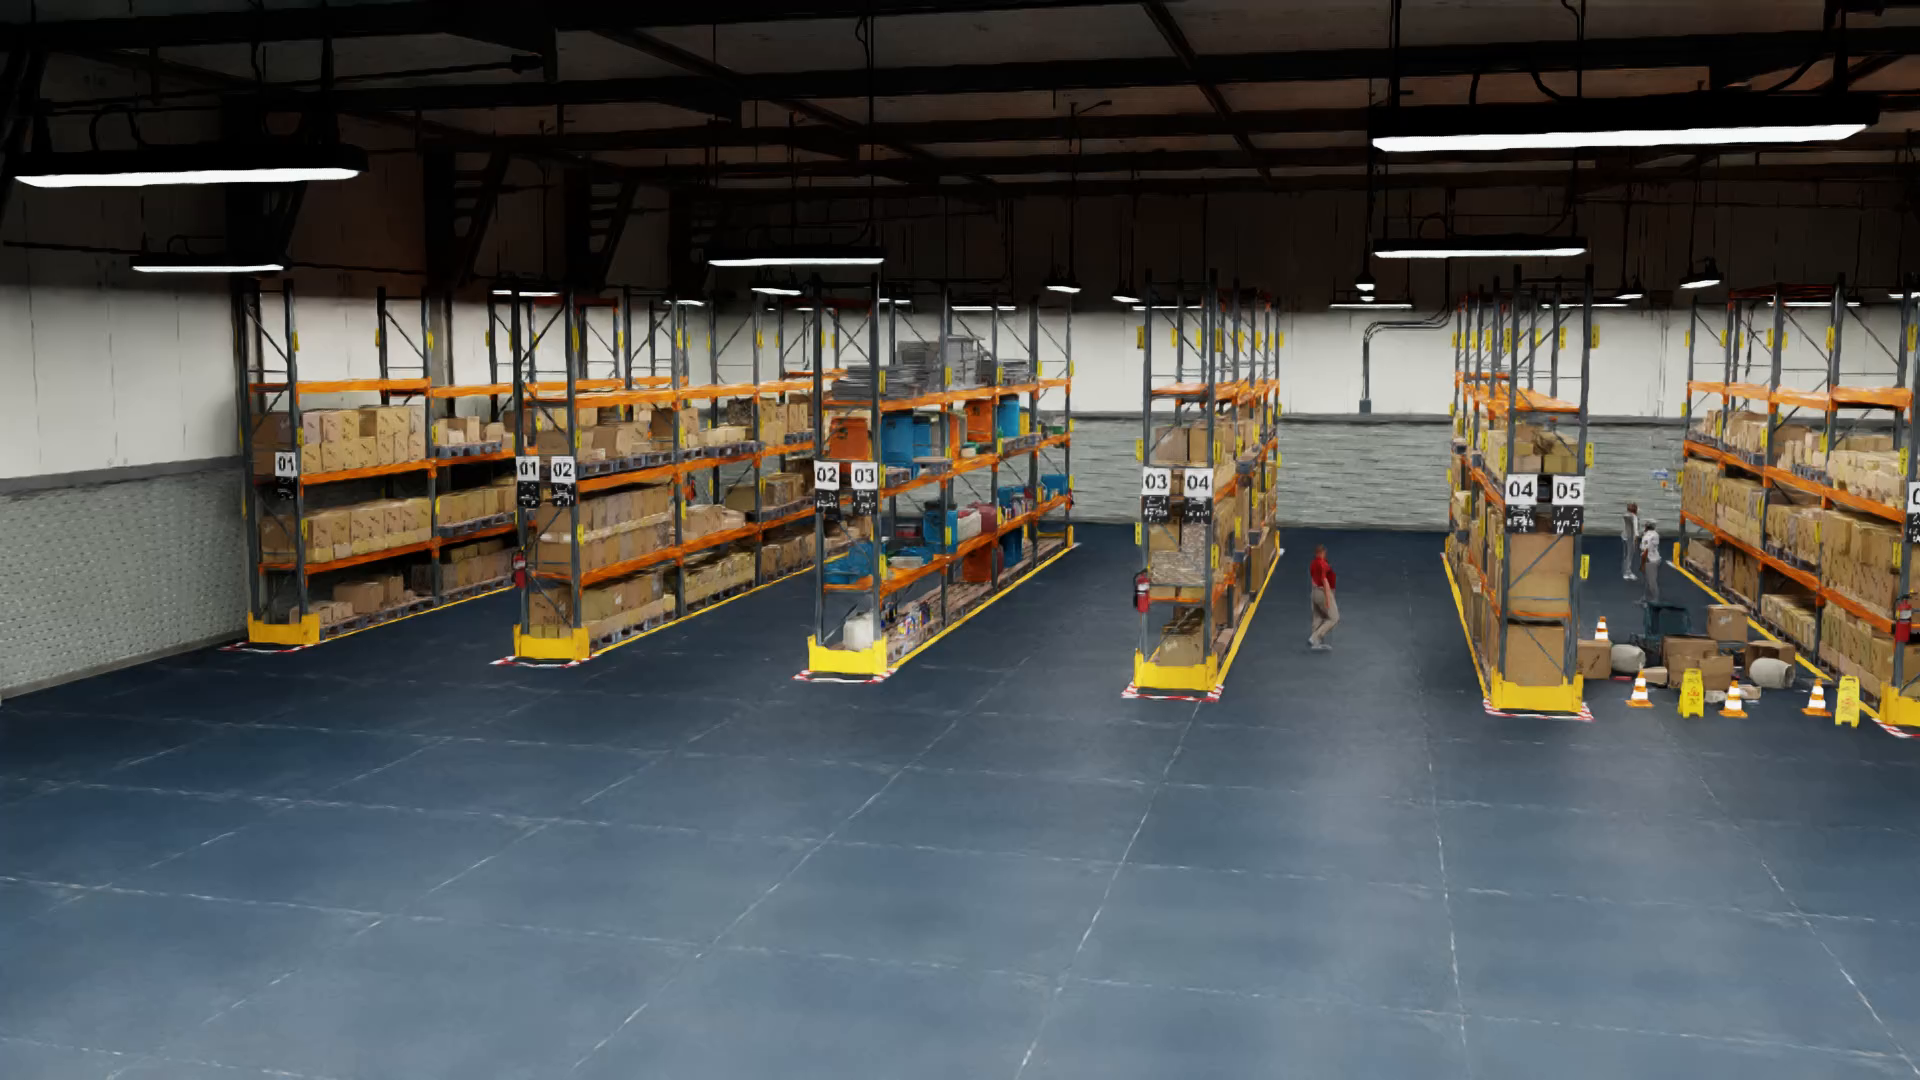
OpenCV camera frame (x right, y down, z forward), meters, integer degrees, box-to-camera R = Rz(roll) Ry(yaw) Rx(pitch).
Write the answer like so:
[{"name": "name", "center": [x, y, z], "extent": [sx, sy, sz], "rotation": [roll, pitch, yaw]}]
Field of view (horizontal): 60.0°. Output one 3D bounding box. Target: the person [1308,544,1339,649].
[{"name": "person", "center": [5.836, 0.927, 26.898], "extent": [0.460, 1.724, 0.580], "rotation": [-2, 7, -14]}]

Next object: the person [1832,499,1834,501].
[{"name": "person", "center": [17.967, -0.023, 34.538], "extent": [0.585, 1.763, 0.682], "rotation": [5, 9, 38]}]

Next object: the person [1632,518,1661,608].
[{"name": "person", "center": [12.934, 0.418, 31.271], "extent": [0.560, 1.663, 0.587], "rotation": [5, 9, 39]}]

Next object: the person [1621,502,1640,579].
[{"name": "person", "center": [14.124, 0.007, 34.966], "extent": [0.419, 1.603, 0.504], "rotation": [-2, 7, -13]}]
